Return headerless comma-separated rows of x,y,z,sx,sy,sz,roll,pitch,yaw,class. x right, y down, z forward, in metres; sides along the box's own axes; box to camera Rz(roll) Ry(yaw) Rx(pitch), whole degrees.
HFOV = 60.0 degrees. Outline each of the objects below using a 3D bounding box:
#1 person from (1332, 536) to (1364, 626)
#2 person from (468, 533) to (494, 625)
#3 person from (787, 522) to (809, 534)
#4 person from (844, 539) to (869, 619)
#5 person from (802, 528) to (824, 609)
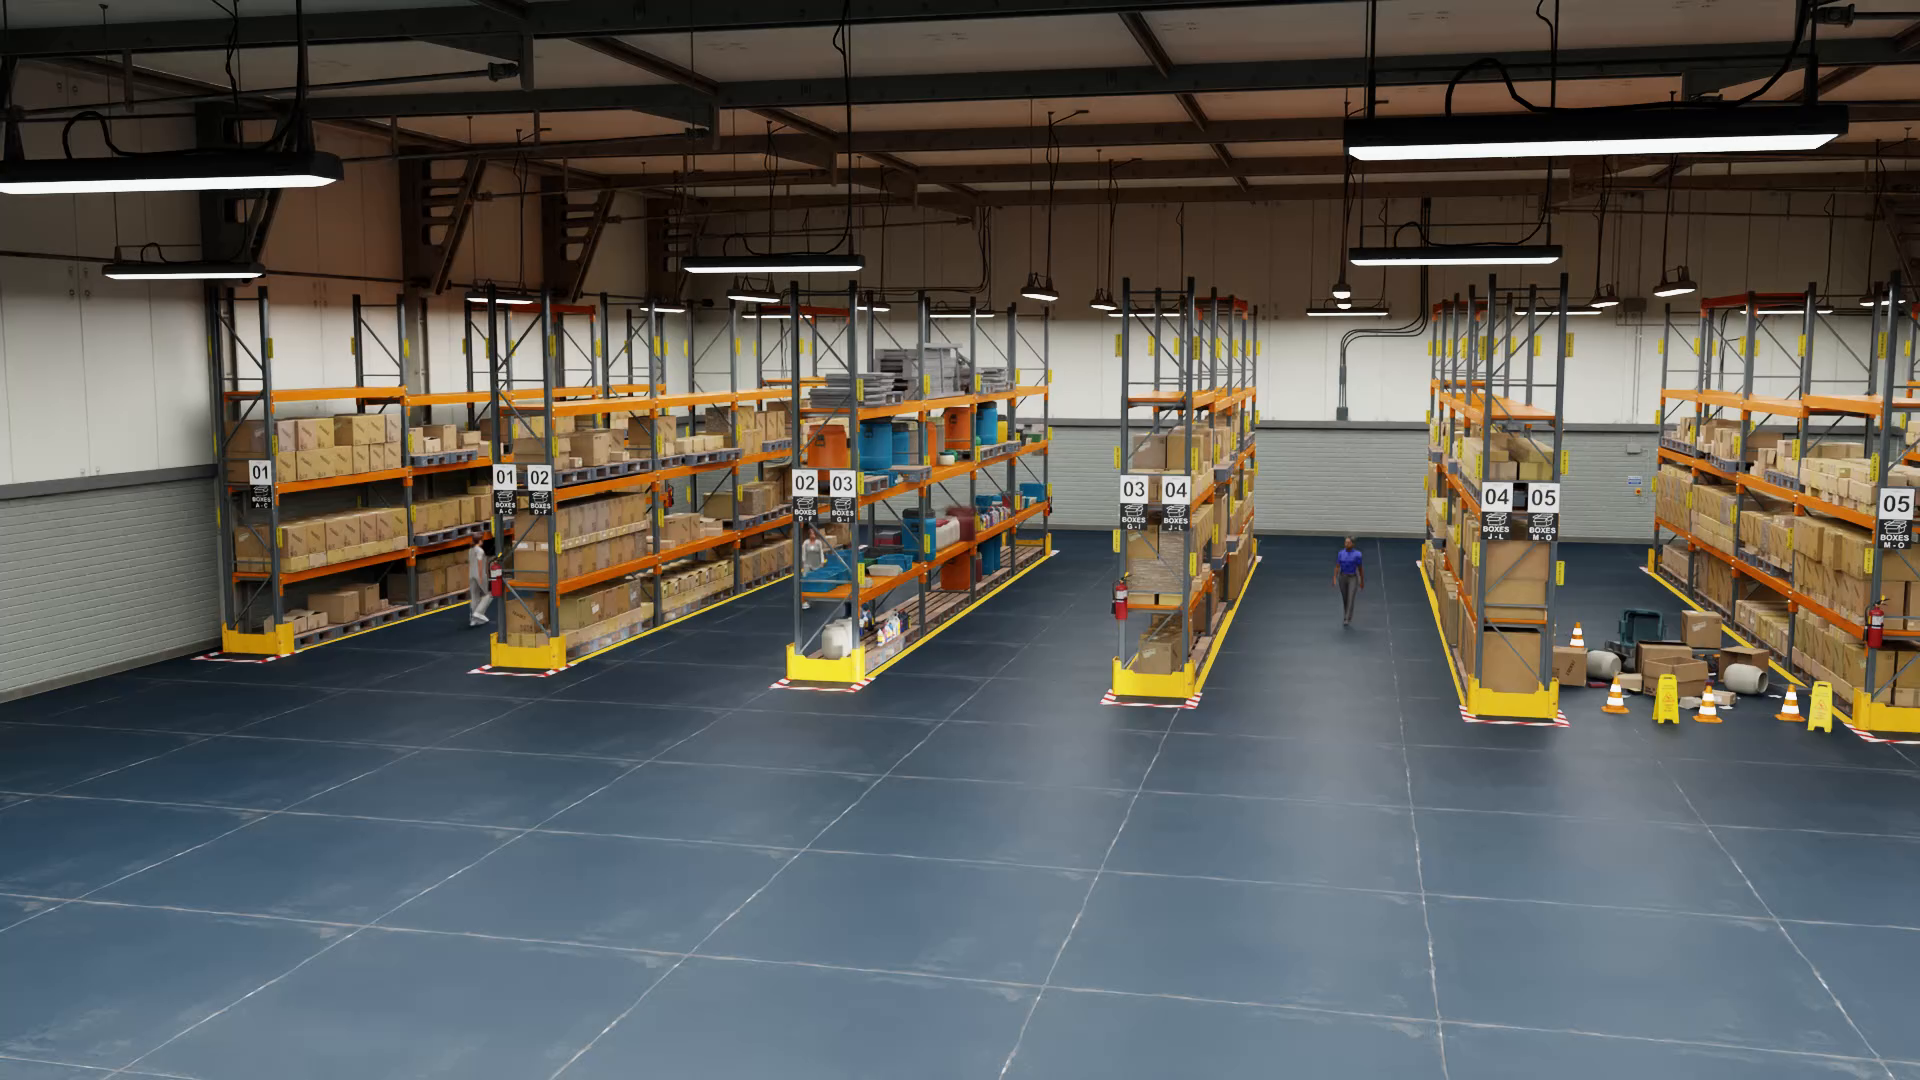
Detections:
6.990,0.734,30.083,0.479,1.608,0.958,4,8,34,person
-8.765,0.703,30.204,0.499,1.658,0.458,3,7,25,person
-4.163,-0.779,42.842,0.832,1.713,0.683,-2,7,-16,person
-1.903,0.775,30.164,0.676,1.540,0.484,1,7,12,person
-2.856,0.518,32.345,0.430,1.546,0.912,0,7,-4,person
